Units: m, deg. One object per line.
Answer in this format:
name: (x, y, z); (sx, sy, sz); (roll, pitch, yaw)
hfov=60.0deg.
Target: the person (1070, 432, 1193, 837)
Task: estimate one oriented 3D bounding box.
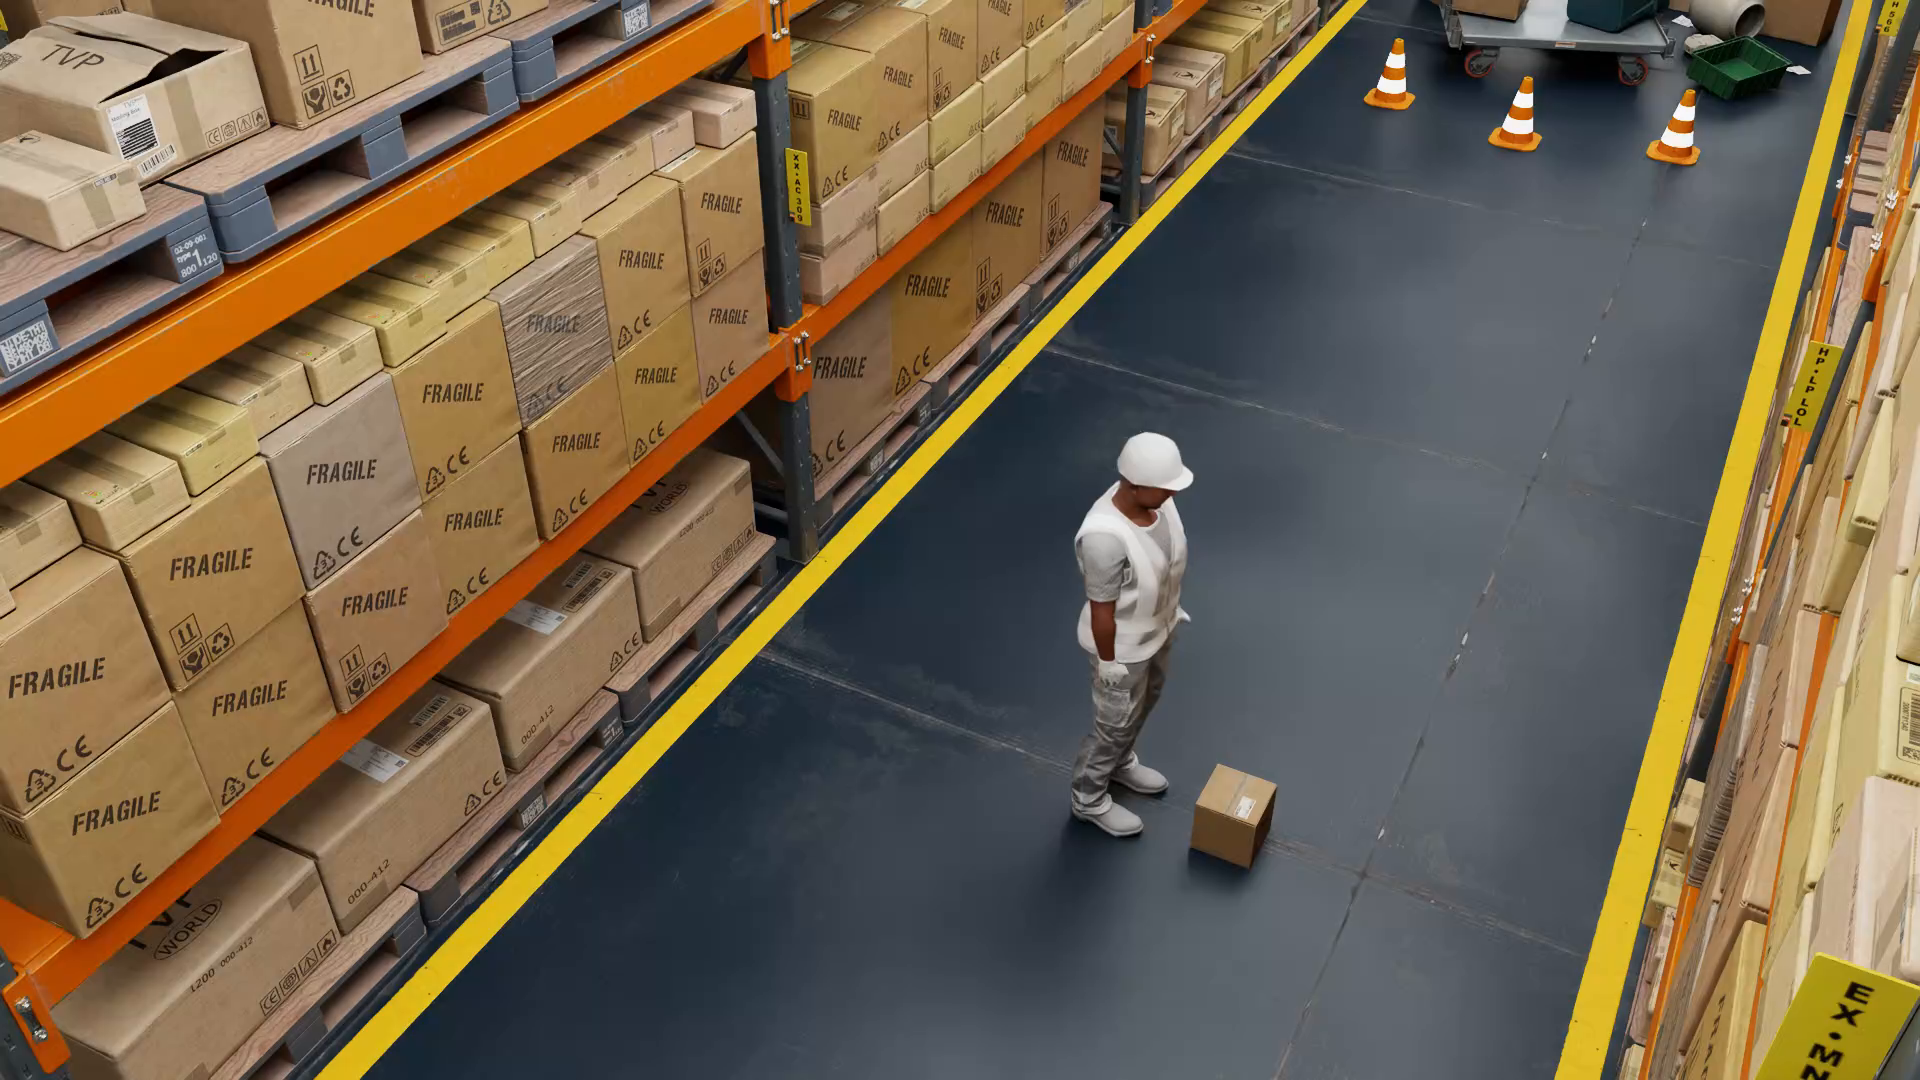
person: (0.645, 0.341, 6.296); (0.362, 1.775, 0.549); (18, 41, 22)
